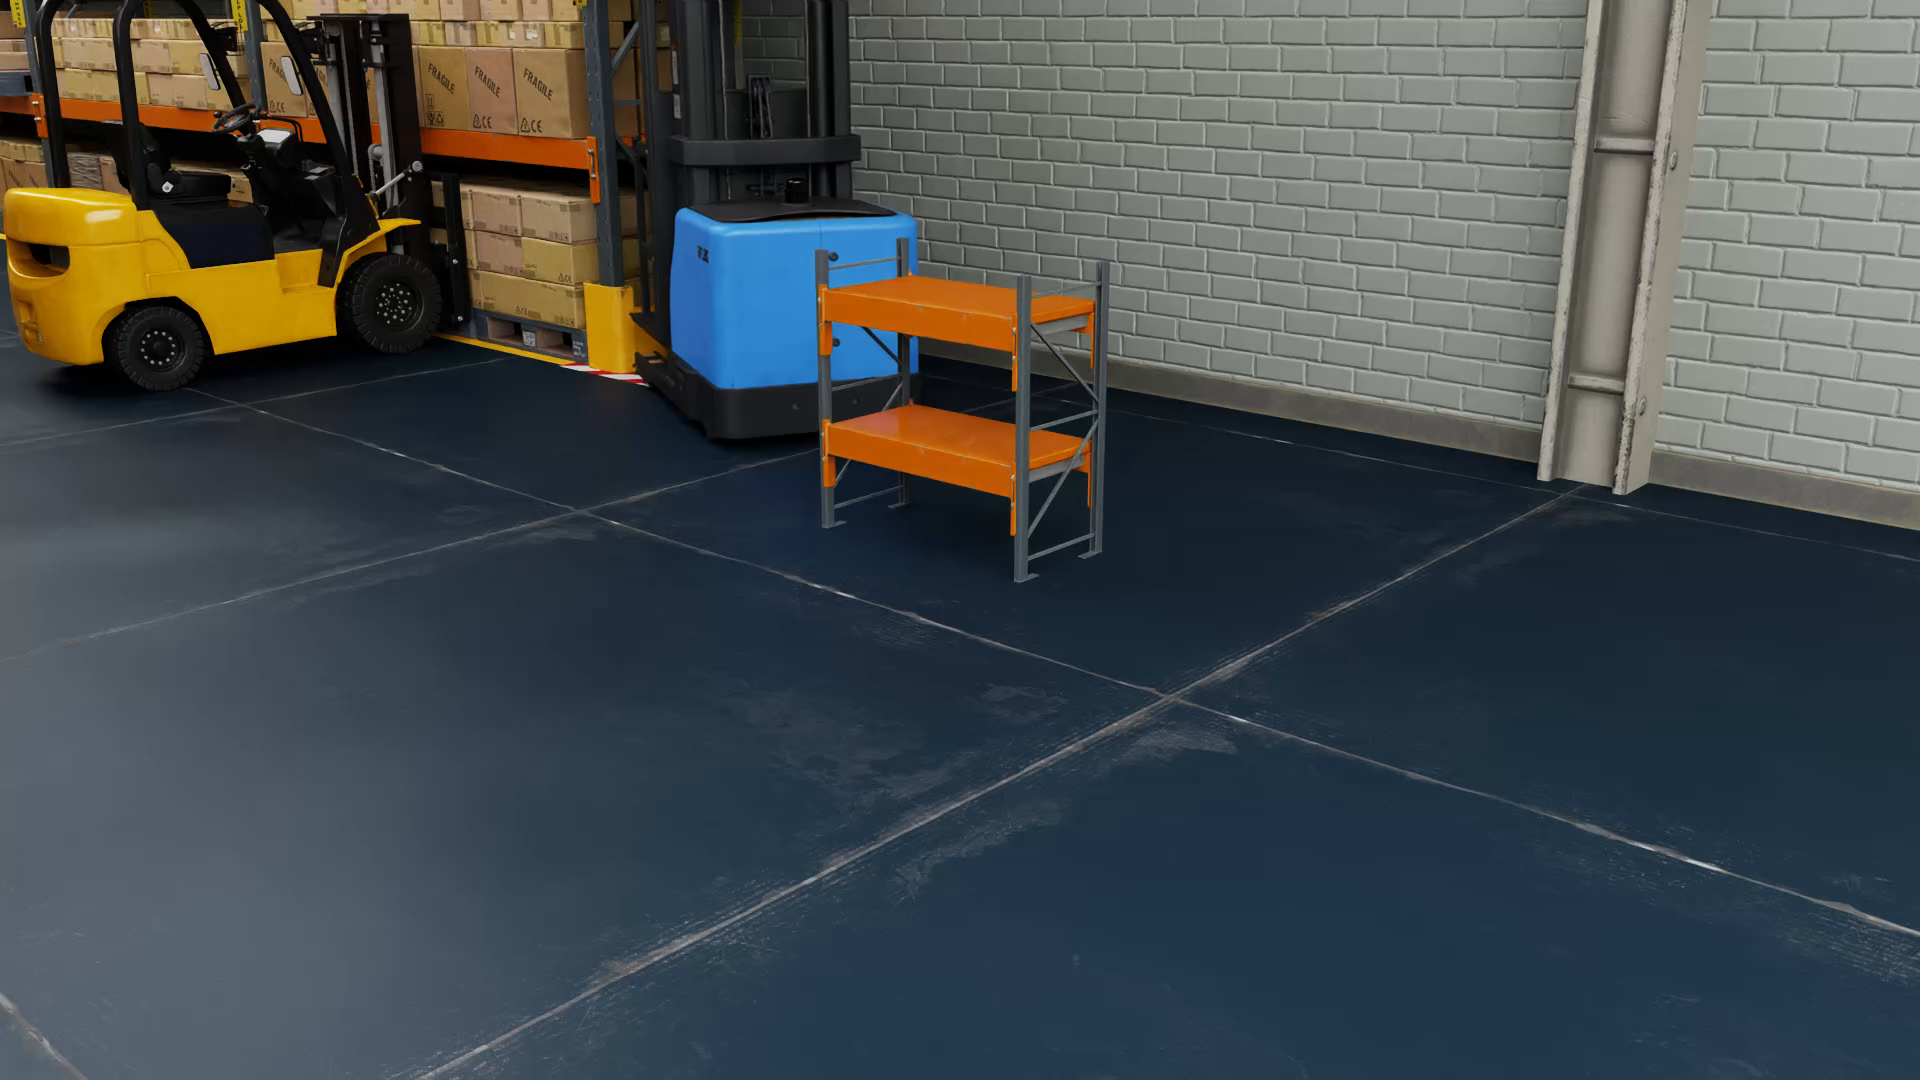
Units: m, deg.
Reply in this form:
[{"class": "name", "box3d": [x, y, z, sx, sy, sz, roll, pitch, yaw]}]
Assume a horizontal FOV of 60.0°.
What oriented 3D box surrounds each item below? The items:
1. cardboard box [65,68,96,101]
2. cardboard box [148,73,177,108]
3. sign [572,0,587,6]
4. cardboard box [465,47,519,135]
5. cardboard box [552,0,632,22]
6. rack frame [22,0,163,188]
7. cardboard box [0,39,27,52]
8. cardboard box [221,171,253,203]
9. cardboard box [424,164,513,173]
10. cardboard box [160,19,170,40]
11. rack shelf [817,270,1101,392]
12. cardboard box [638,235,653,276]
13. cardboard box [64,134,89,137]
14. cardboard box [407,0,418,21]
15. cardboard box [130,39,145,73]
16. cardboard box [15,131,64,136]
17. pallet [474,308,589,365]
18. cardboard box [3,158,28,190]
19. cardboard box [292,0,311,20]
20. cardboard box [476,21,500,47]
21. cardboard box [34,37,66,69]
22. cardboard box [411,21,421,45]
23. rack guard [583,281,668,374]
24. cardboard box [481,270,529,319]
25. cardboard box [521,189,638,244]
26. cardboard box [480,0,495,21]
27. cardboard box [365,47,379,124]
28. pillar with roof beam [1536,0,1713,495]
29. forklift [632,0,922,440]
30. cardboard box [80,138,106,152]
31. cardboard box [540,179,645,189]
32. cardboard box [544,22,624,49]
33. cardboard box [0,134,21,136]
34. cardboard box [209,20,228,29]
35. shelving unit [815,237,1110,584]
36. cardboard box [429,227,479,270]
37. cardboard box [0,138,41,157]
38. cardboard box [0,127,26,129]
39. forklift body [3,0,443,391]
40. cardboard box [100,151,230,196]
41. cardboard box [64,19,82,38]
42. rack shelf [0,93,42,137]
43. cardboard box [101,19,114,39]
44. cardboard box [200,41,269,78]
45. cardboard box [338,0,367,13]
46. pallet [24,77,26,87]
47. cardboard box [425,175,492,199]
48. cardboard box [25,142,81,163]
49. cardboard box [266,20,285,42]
[{"class": "cardboard box", "box3d": [-7.167, -3.848, 14.025, 0.500, 0.250, 0.500, 14, 23, 38]}, {"class": "cardboard box", "box3d": [-5.999, -3.539, 13.053, 0.500, 0.250, 0.500, 15, 23, 40]}, {"class": "sign", "box3d": [-2.096, -3.104, 9.128, 0.005, 0.325, 0.100, 15, 23, 39]}, {"class": "cardboard box", "box3d": [-2.650, -2.753, 10.161, 0.500, 0.500, 0.500, 16, 24, 41]}, {"class": "cardboard box", "box3d": [-2.134, -3.082, 9.636, 0.250, 0.149, 0.380, 15, 23, 39]}, {"class": "rack frame", "box3d": [-7.709, -4.166, 14.779, 0.127, 3.000, 1.000, 15, 23, 39]}, {"class": "cardboard box", "box3d": [-8.713, -4.433, 15.175, 0.500, 0.250, 0.500, 14, 22, 37]}, {"class": "cardboard box", "box3d": [-5.115, -2.533, 12.866, 0.625, 0.625, 0.875, 16, 24, 42]}, {"class": "cardboard box", "box3d": [-3.463, -2.471, 11.636, 0.500, 0.250, 0.500, 15, 23, 40]}, {"class": "cardboard box", "box3d": [-5.913, -3.936, 12.818, 0.250, 0.149, 0.380, 14, 23, 38]}, {"class": "rack shelf", "box3d": [-0.005, -0.816, 6.357, 1.000, 0.278, 0.538, 15, 23, 39]}, {"class": "cardboard box", "box3d": [-1.940, -1.829, 10.440, 0.500, 0.250, 0.500, 16, 23, 40]}, {"class": "cardboard box", "box3d": [-8.682, -3.867, 16.204, 0.250, 0.149, 0.380, 14, 23, 38]}, {"class": "cardboard box", "box3d": [-3.285, -3.389, 10.602, 0.250, 0.149, 0.380, 15, 23, 40]}, {"class": "cardboard box", "box3d": [-6.387, -3.881, 13.304, 0.500, 0.250, 0.500, 15, 23, 40]}, {"class": "cardboard box", "box3d": [-9.238, -4.028, 16.710, 0.250, 0.149, 0.380, 15, 23, 40]}, {"class": "pallet", "box3d": [-2.325, -1.374, 10.593, 1.213, 0.211, 1.003, 15, 23, 39]}, {"class": "cardboard box", "box3d": [-8.536, -3.314, 15.532, 0.500, 0.500, 0.500, 15, 23, 38]}, {"class": "cardboard box", "box3d": [-4.409, -3.702, 11.588, 0.250, 0.149, 0.380, 15, 23, 40]}, {"class": "cardboard box", "box3d": [-2.713, -3.085, 10.137, 0.250, 0.149, 0.380, 15, 23, 39]}, {"class": "cardboard box", "box3d": [-7.556, -4.182, 14.253, 0.500, 0.250, 0.500, 15, 23, 39]}, {"class": "cardboard box", "box3d": [-3.274, -3.245, 10.640, 0.250, 0.149, 0.380, 15, 23, 39]}, {"class": "rack guard", "box3d": [-1.708, -1.363, 10.080, 0.348, 0.500, 1.175, 15, 23, 39]}, {"class": "cardboard box", "box3d": [-2.653, -1.574, 10.463, 0.500, 0.250, 0.500, 15, 23, 39]}, {"class": "cardboard box", "box3d": [-2.277, -1.947, 9.988, 0.500, 0.250, 0.500, 16, 24, 41]}, {"class": "cardboard box", "box3d": [-2.689, -3.238, 10.126, 0.250, 0.149, 0.380, 15, 23, 40]}, {"class": "cardboard box", "box3d": [-3.779, -3.060, 11.129, 0.500, 0.500, 0.500, 15, 23, 39]}, {"class": "pillar with roof beam", "box3d": [-0.018, -3.584, 3.028, 0.400, 9.000, 9.100, 15, 23, 39]}, {"class": "forklift", "box3d": [-1.202, -2.280, 8.949, 1.130, 2.935, 3.031, -7, 19, -21]}, {"class": "cardboard box", "box3d": [-8.073, -3.718, 15.735, 0.250, 0.149, 0.380, 16, 24, 41]}, {"class": "cardboard box", "box3d": [-2.336, -2.164, 10.671, 0.500, 0.250, 0.500, 15, 23, 39]}, {"class": "cardboard box", "box3d": [-2.171, -2.922, 9.624, 0.250, 0.149, 0.380, 15, 23, 40]}, {"class": "cardboard box", "box3d": [-9.370, -3.859, 16.178, 0.250, 0.149, 0.380, 15, 23, 39]}, {"class": "cardboard box", "box3d": [-5.325, -3.785, 12.343, 0.250, 0.149, 0.380, 15, 23, 38]}, {"class": "shelving unit", "box3d": [-0.005, -0.538, 6.446, 1.048, 1.125, 0.538, 15, 23, 39]}, {"class": "cardboard box", "box3d": [-3.065, -1.916, 10.716, 0.500, 0.250, 0.500, 14, 23, 38]}, {"class": "cardboard box", "box3d": [-8.806, -3.699, 15.675, 0.250, 0.149, 0.380, 16, 24, 41]}, {"class": "cardboard box", "box3d": [-9.847, -4.180, 17.188, 0.250, 0.149, 0.380, 15, 23, 40]}, {"class": "forklift body", "box3d": [-4.355, -2.123, 9.745, 1.214, 2.155, 2.313, 15, 23, 39]}, {"class": "cardboard box", "box3d": [-6.758, -2.976, 14.262, 0.625, 0.625, 0.875, 16, 24, 41]}, {"class": "cardboard box", "box3d": [-7.257, -4.293, 13.942, 0.250, 0.149, 0.380, 16, 24, 41]}, {"class": "rack shelf", "box3d": [-9.205, -4.224, 16.153, 4.000, 0.370, 1.077, 15, 23, 39]}, {"class": "cardboard box", "box3d": [-6.694, -4.135, 13.445, 0.250, 0.149, 0.380, 16, 23, 40]}, {"class": "cardboard box", "box3d": [-5.254, -3.570, 12.324, 0.500, 0.250, 0.500, 14, 23, 38]}, {"class": "cardboard box", "box3d": [-3.887, -3.528, 11.040, 0.250, 0.149, 0.380, 15, 23, 38]}, {"class": "pallet", "box3d": [-9.167, -4.464, 16.035, 1.213, 0.211, 1.003, 15, 23, 39]}, {"class": "cardboard box", "box3d": [-3.421, -2.251, 10.945, 0.500, 0.250, 0.500, 14, 23, 38]}, {"class": "cardboard box", "box3d": [-8.247, -3.525, 15.127, 0.250, 0.149, 0.380, 14, 22, 37]}, {"class": "cardboard box", "box3d": [-4.654, -3.596, 11.746, 0.250, 0.149, 0.380, 15, 23, 38]}]
